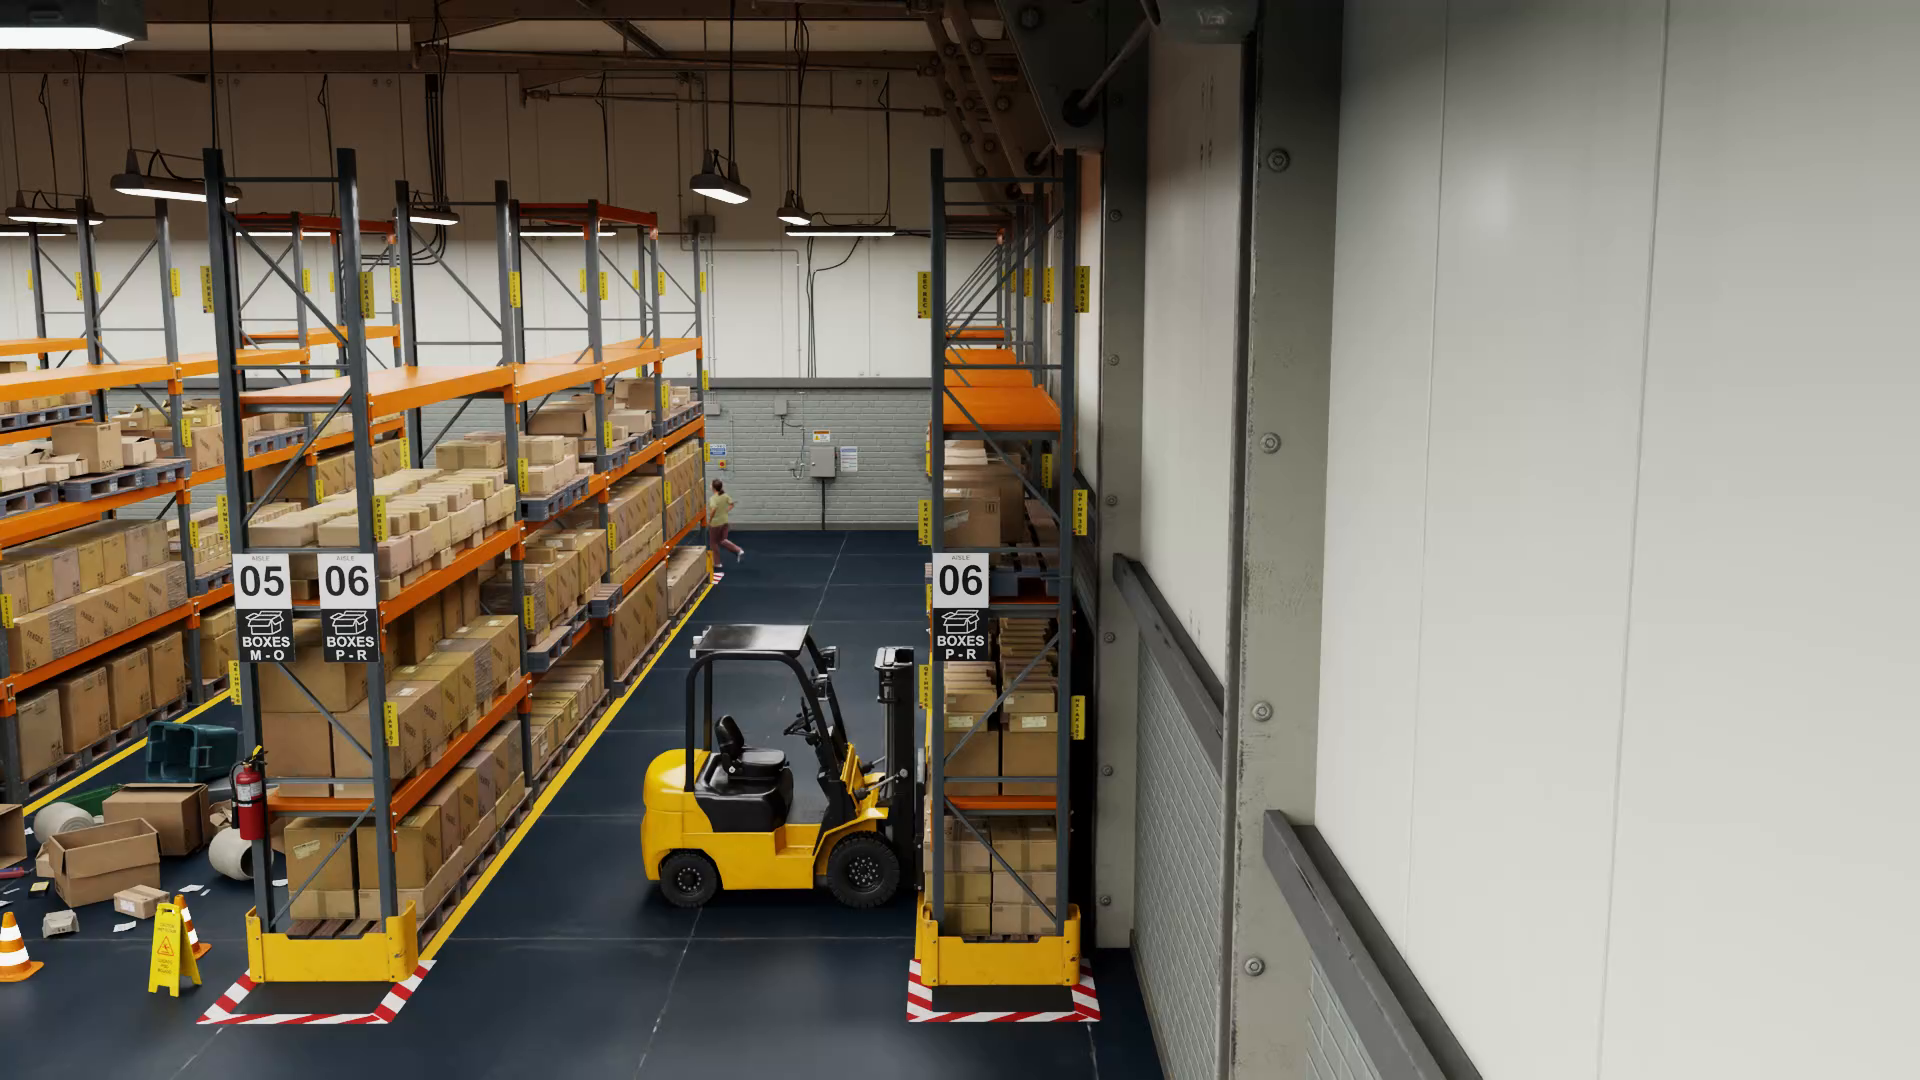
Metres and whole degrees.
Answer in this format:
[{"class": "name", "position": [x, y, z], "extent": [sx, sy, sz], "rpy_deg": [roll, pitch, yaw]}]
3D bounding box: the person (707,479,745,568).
[{"class": "person", "position": [-4.220, -0.273, 29.036], "extent": [0.812, 1.615, 0.633], "rpy_deg": [6, 11, 33]}]
